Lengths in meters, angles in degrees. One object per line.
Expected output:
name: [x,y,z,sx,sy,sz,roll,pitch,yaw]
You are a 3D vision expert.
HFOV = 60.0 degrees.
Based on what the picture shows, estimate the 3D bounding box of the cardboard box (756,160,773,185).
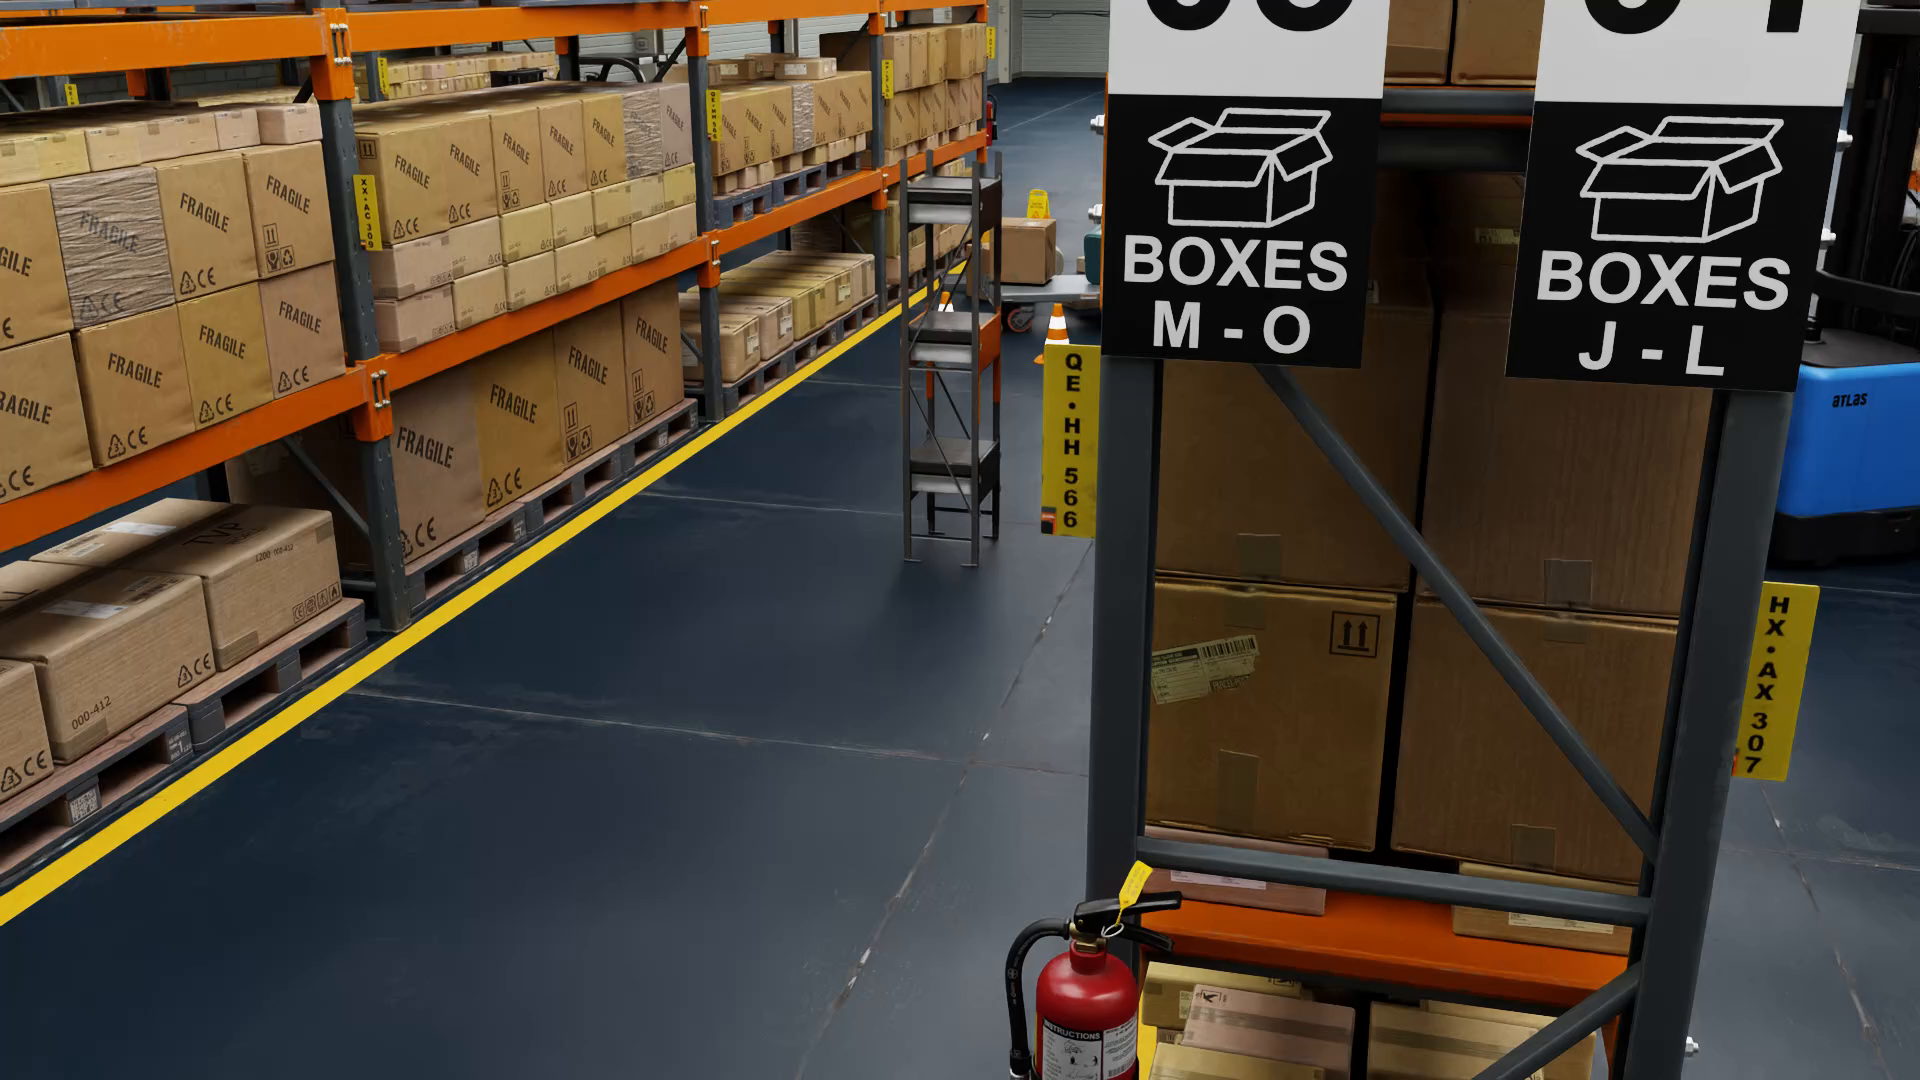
cardboard box: [-1.591,-2.700,12.190,0.380,0.149,0.250,5,19,14]

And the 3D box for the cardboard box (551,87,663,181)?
cardboard box: [-2.142,-2.456,10.037,0.500,0.500,0.500,5,19,14]

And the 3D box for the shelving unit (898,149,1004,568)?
shelving unit: [-0.040,-0.942,8.696,0.431,2.100,0.503,5,19,13]

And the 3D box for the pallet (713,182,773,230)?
pallet: [-2.081,-2.421,11.932,1.213,0.211,1.003,5,19,13]

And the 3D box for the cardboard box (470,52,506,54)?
cardboard box: [-5.426,-5.506,19.050,0.380,0.149,0.250,5,20,15]

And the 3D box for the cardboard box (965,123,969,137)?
cardboard box: [-0.119,-4.368,17.723,0.380,0.149,0.250,4,19,12]

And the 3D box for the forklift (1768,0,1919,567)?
forklift: [5.590,-1.501,9.046,3.031,2.935,1.130,-5,20,-16]

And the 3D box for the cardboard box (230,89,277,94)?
cardboard box: [-6.461,-4.027,15.180,0.380,0.149,0.250,5,19,13]

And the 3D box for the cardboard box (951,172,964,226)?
cardboard box: [-0.264,-3.604,17.543,0.500,0.500,0.500,5,20,15]

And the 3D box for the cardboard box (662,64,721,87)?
cardboard box: [-2.025,-3.509,12.551,0.380,0.149,0.250,4,19,11]

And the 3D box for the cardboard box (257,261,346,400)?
cardboard box: [-2.994,-0.908,7.051,0.500,0.500,0.500,5,19,14]

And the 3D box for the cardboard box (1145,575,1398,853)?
cardboard box: [0.579,0.238,3.237,0.500,0.500,0.500,5,20,14]

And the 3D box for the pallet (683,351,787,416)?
pallet: [-1.959,-1.205,12.389,1.003,0.211,1.213,5,19,13]

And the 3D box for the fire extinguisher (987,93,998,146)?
fire extinguisher: [0.278,-4.750,18.574,0.296,0.674,0.183,5,19,13]

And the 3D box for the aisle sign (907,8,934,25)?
aisle sign: [-0.482,-6.062,18.271,0.394,0.787,0.004,5,19,13]

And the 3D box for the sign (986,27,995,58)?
sign: [0.336,-5.435,18.178,0.100,0.325,0.005,5,19,13]

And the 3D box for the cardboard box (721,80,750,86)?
cardboard box: [-1.938,-3.323,13.012,0.500,0.500,0.500,4,19,11]

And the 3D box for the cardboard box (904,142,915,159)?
cardboard box: [-0.645,-3.732,15.861,0.380,0.149,0.250,5,20,15]

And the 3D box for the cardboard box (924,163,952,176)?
cardboard box: [-0.295,-3.794,17.094,0.380,0.149,0.250,6,20,16]

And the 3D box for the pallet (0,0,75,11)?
pallet: [-3.639,-1.767,5.216,1.003,0.211,1.213,5,19,13]

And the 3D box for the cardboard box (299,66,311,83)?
cardboard box: [-6.203,-4.543,16.230,0.380,0.149,0.250,5,19,14]

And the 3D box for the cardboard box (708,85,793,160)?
cardboard box: [-1.573,-3.120,12.418,0.500,0.500,0.500,5,19,14]

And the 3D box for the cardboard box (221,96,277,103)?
cardboard box: [-6.140,-3.751,14.372,0.380,0.149,0.250,5,19,14]

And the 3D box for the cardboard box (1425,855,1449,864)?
cardboard box: [1.138,0.547,3.334,0.380,0.149,0.250,5,20,15]

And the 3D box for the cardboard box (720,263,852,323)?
cardboard box: [-1.472,-2.099,14.107,0.950,0.372,0.625,6,20,17]

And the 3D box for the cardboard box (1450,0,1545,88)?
cardboard box: [1.076,-0.882,2.721,0.500,0.250,0.500,5,20,15]

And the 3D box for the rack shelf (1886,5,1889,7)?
rack shelf: [8.924,-4.457,14.068,1.077,0.370,4.000,5,19,13]

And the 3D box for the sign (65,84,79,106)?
sign: [-6.437,-3.141,12.075,0.100,0.325,0.005,5,19,13]

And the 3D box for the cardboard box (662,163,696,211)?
cardboard box: [-2.023,-2.274,10.662,0.500,0.250,0.500,5,19,13]

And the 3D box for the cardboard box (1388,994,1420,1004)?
cardboard box: [1.293,1.069,4.257,0.380,0.149,0.250,4,19,11]

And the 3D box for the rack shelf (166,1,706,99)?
rack shelf: [-2.640,-2.732,9.018,1.077,0.370,4.000,5,19,13]

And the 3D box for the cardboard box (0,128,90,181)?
cardboard box: [-3.269,-1.336,5.754,0.380,0.149,0.250,4,19,12]

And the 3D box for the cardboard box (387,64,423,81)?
cardboard box: [-5.593,-4.666,16.588,0.380,0.149,0.250,4,19,12]

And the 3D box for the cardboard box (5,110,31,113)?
cardboard box: [-7.127,-3.234,12.856,0.380,0.149,0.250,5,20,15]

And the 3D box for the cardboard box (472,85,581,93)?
cardboard box: [-2.621,-2.509,10.191,0.500,0.500,0.500,5,19,14]

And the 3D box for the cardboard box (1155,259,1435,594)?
cardboard box: [0.589,-0.238,3.081,0.500,0.500,0.500,4,19,12]

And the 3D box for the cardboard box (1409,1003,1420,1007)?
cardboard box: [1.359,1.215,4.289,0.380,0.149,0.250,5,20,15]

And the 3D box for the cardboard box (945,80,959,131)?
cardboard box: [-0.315,-4.470,17.020,0.500,0.500,0.500,5,19,13]

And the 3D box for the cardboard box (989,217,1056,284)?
cardboard box: [0.559,-2.578,14.790,0.500,0.500,0.500,5,19,13]

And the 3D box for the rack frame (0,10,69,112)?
rack frame: [-6.966,-2.671,12.366,1.000,3.000,0.127,5,19,13]

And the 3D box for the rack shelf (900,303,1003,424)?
rack shelf: [-0.040,-0.929,8.701,0.431,0.518,0.480,5,19,13]

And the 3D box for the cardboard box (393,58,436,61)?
cardboard box: [-5.767,-5.019,17.623,0.380,0.149,0.250,5,20,15]

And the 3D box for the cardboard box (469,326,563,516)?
cardboard box: [-2.842,-0.704,9.245,0.875,0.875,0.875,5,20,15]

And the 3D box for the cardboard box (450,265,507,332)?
cardboard box: [-2.640,-1.235,8.394,0.500,0.250,0.500,4,19,12]

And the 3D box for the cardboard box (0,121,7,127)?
cardboard box: [-3.739,-1.456,6.105,0.380,0.149,0.250,4,19,12]

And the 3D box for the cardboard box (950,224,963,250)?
cardboard box: [-0.268,-3.249,17.662,0.500,0.250,0.500,5,19,14]

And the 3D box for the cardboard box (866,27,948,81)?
cardboard box: [-0.522,-4.800,16.438,0.700,0.500,0.500,5,19,13]

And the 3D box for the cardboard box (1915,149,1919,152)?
cardboard box: [8.813,-3.423,14.957,0.380,0.149,0.250,5,19,13]

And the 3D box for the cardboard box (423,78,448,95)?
cardboard box: [-5.425,-4.595,16.840,0.380,0.149,0.250,5,20,15]

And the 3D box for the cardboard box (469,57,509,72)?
cardboard box: [-5.109,-5.136,17.966,0.380,0.149,0.250,5,19,14]

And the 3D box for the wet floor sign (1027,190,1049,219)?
wet floor sign: [0.887,-3.648,18.871,0.267,0.644,0.232,12,22,32]

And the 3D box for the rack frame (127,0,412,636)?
rack frame: [-3.129,-1.026,7.551,1.000,3.000,0.127,5,19,13]

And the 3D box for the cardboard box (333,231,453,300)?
cardboard box: [-2.748,-1.307,7.833,0.500,0.250,0.500,4,19,12]

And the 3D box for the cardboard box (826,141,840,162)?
cardboard box: [-1.201,-3.185,13.612,0.380,0.149,0.250,5,19,14]

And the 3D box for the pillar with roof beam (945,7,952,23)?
pillar with roof beam: [3.983,-15.053,39.335,9.100,9.000,0.400,5,19,13]
